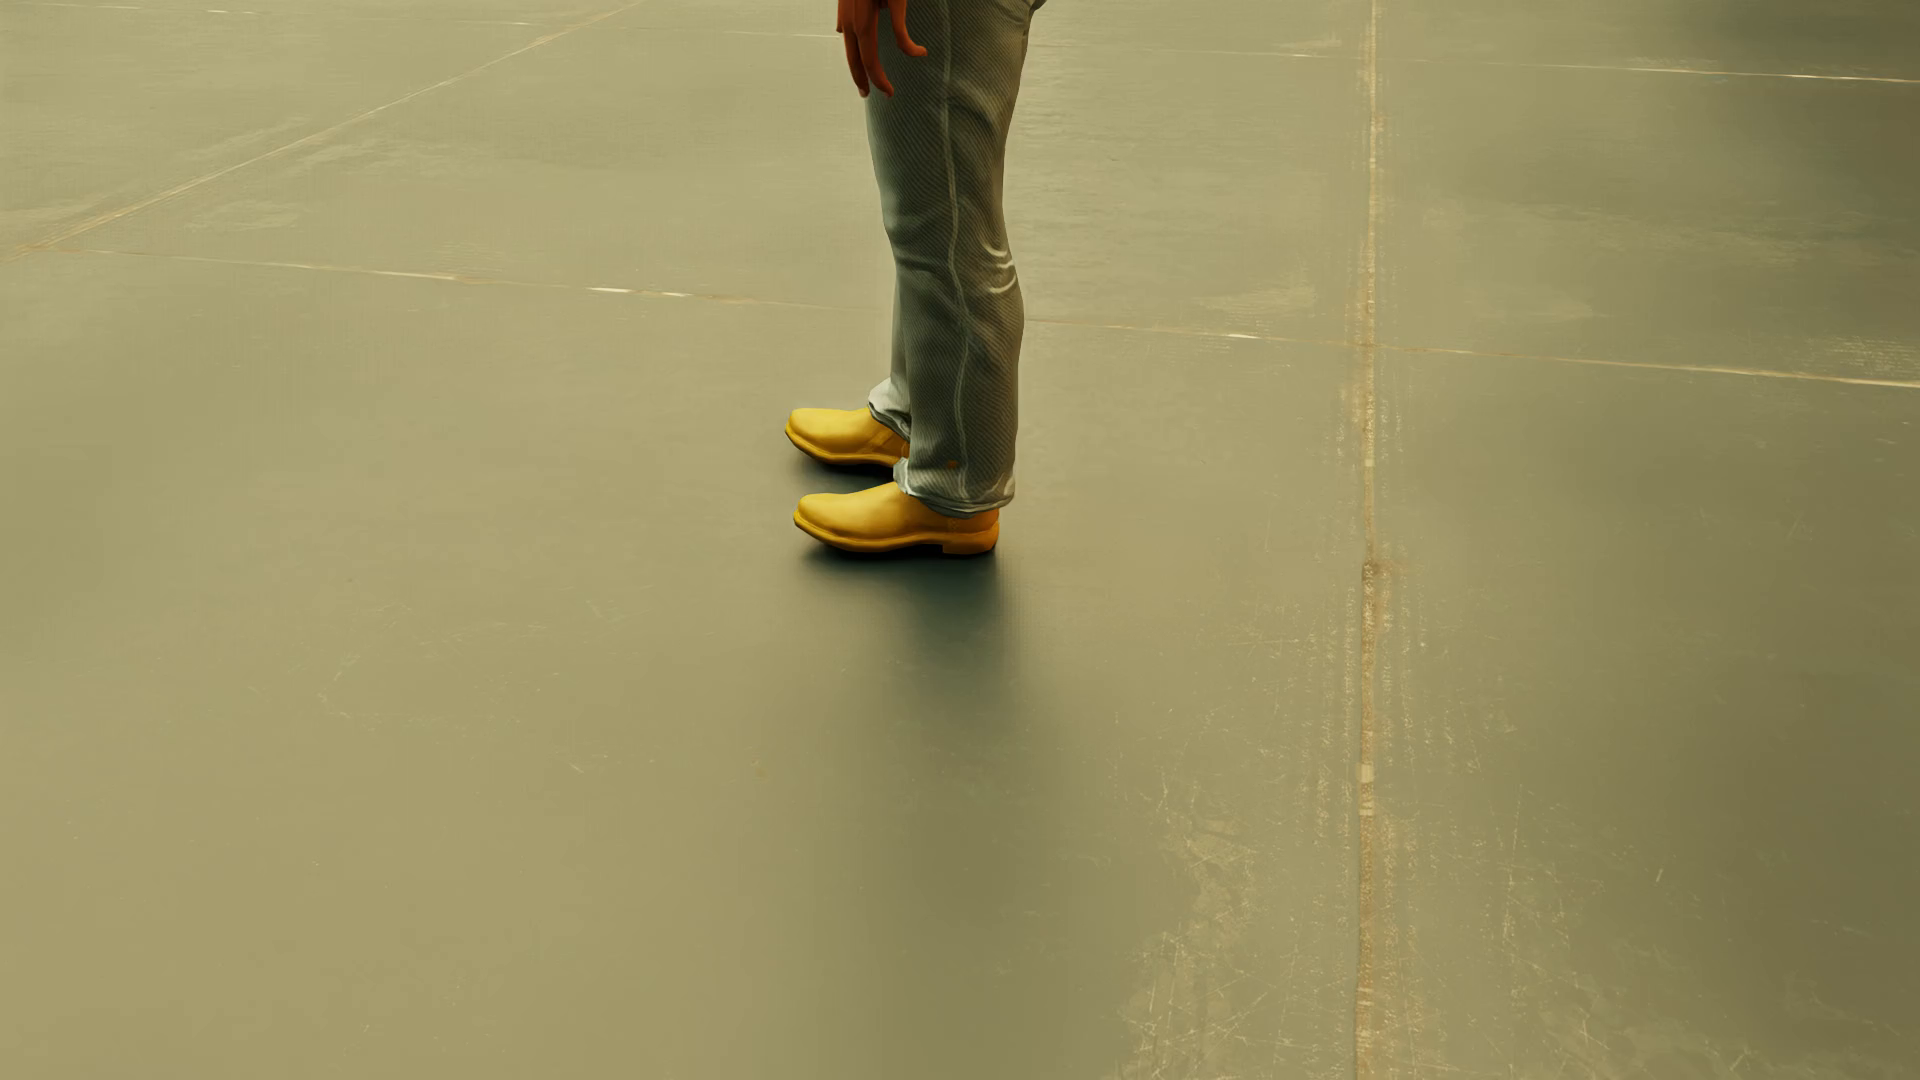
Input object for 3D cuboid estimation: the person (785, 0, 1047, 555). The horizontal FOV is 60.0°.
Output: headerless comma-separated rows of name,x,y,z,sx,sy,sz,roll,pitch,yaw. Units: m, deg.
person,-0.067,-0.804,2.118,0.575,1.768,0.665,6,27,11
